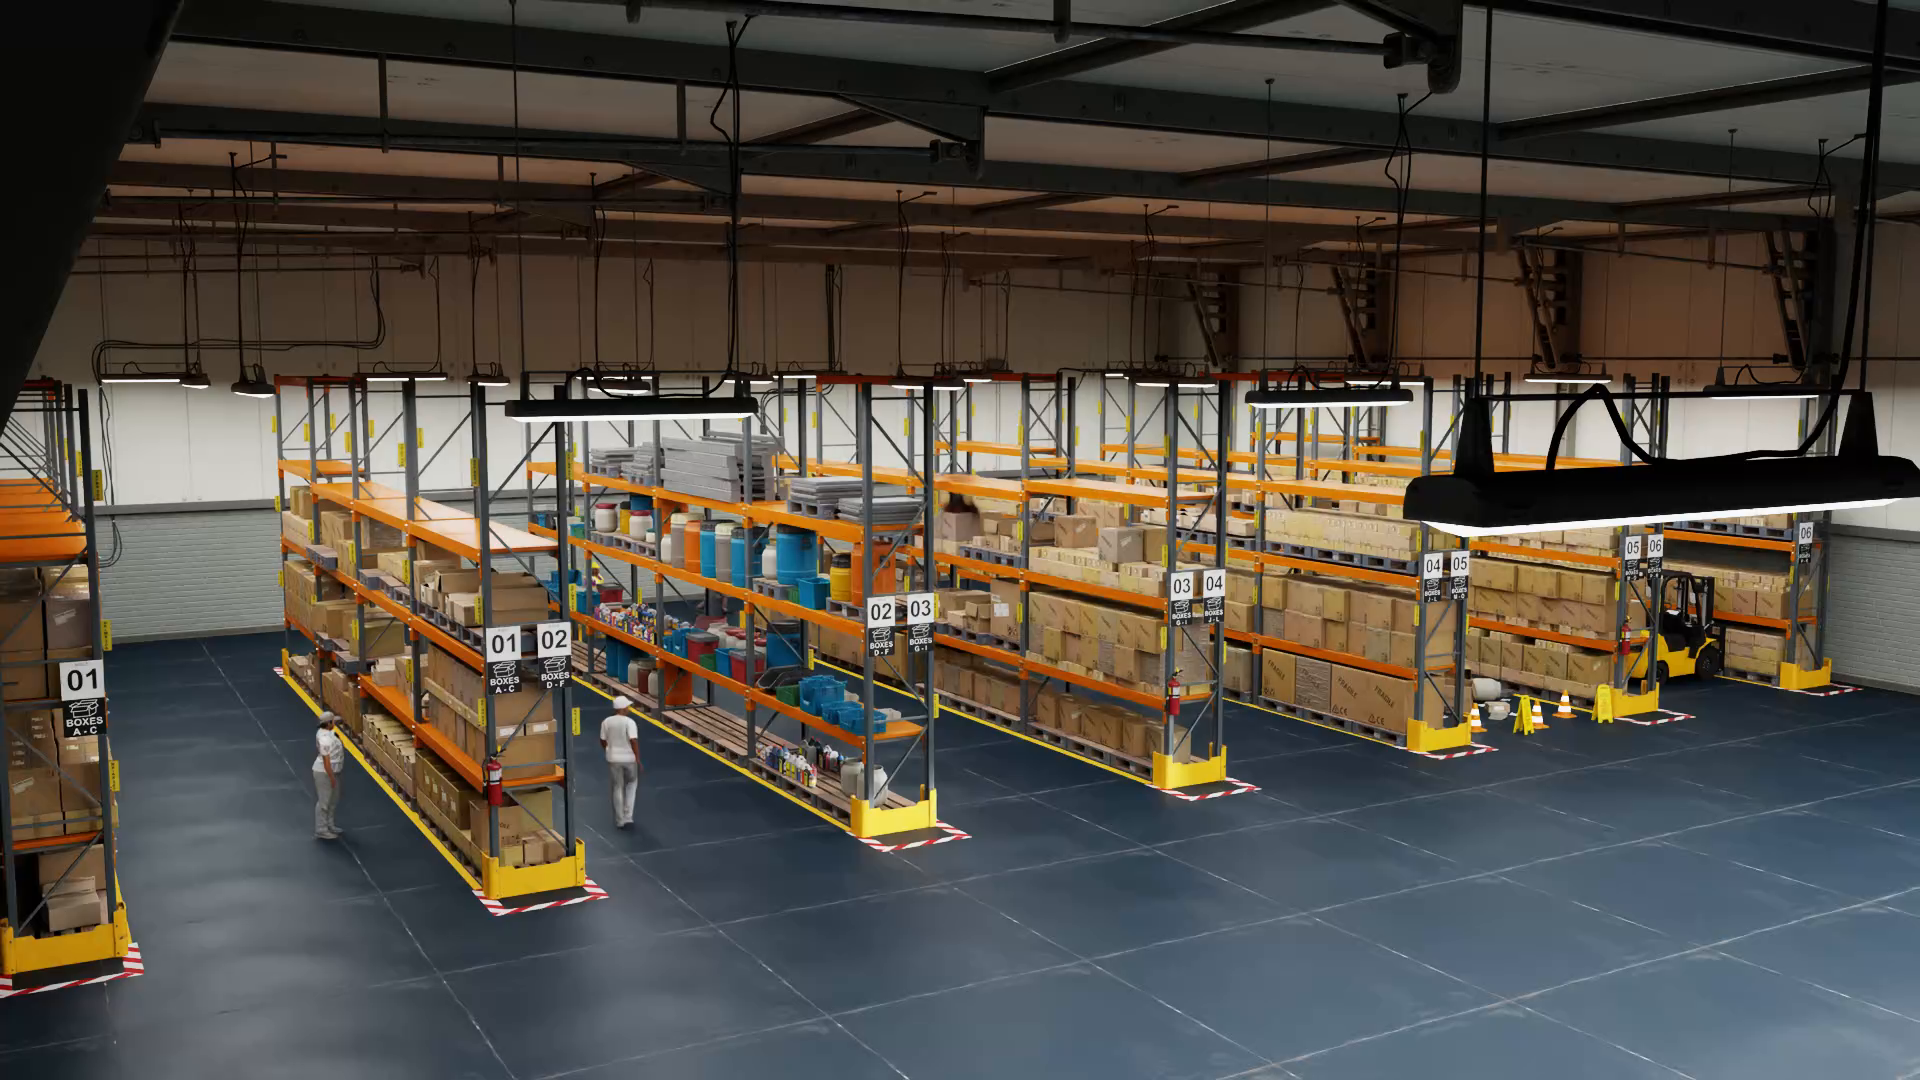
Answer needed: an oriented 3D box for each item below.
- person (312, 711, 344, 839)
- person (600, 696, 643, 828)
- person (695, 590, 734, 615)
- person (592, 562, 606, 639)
[{"bbox_3d":[-8.370,3.096,22.064,0.404,1.677,0.518,-1,6,-6],"label":"person"},{"bbox_3d":[-4.609,3.020,22.694,0.596,1.809,0.663,-1,6,-5],"label":"person"},{"bbox_3d":[-6.035,1.034,40.825,0.977,1.675,0.638,-1,6,-9],"label":"person"},{"bbox_3d":[-8.134,1.360,37.353,0.504,1.744,0.612,0,6,3],"label":"person"}]
